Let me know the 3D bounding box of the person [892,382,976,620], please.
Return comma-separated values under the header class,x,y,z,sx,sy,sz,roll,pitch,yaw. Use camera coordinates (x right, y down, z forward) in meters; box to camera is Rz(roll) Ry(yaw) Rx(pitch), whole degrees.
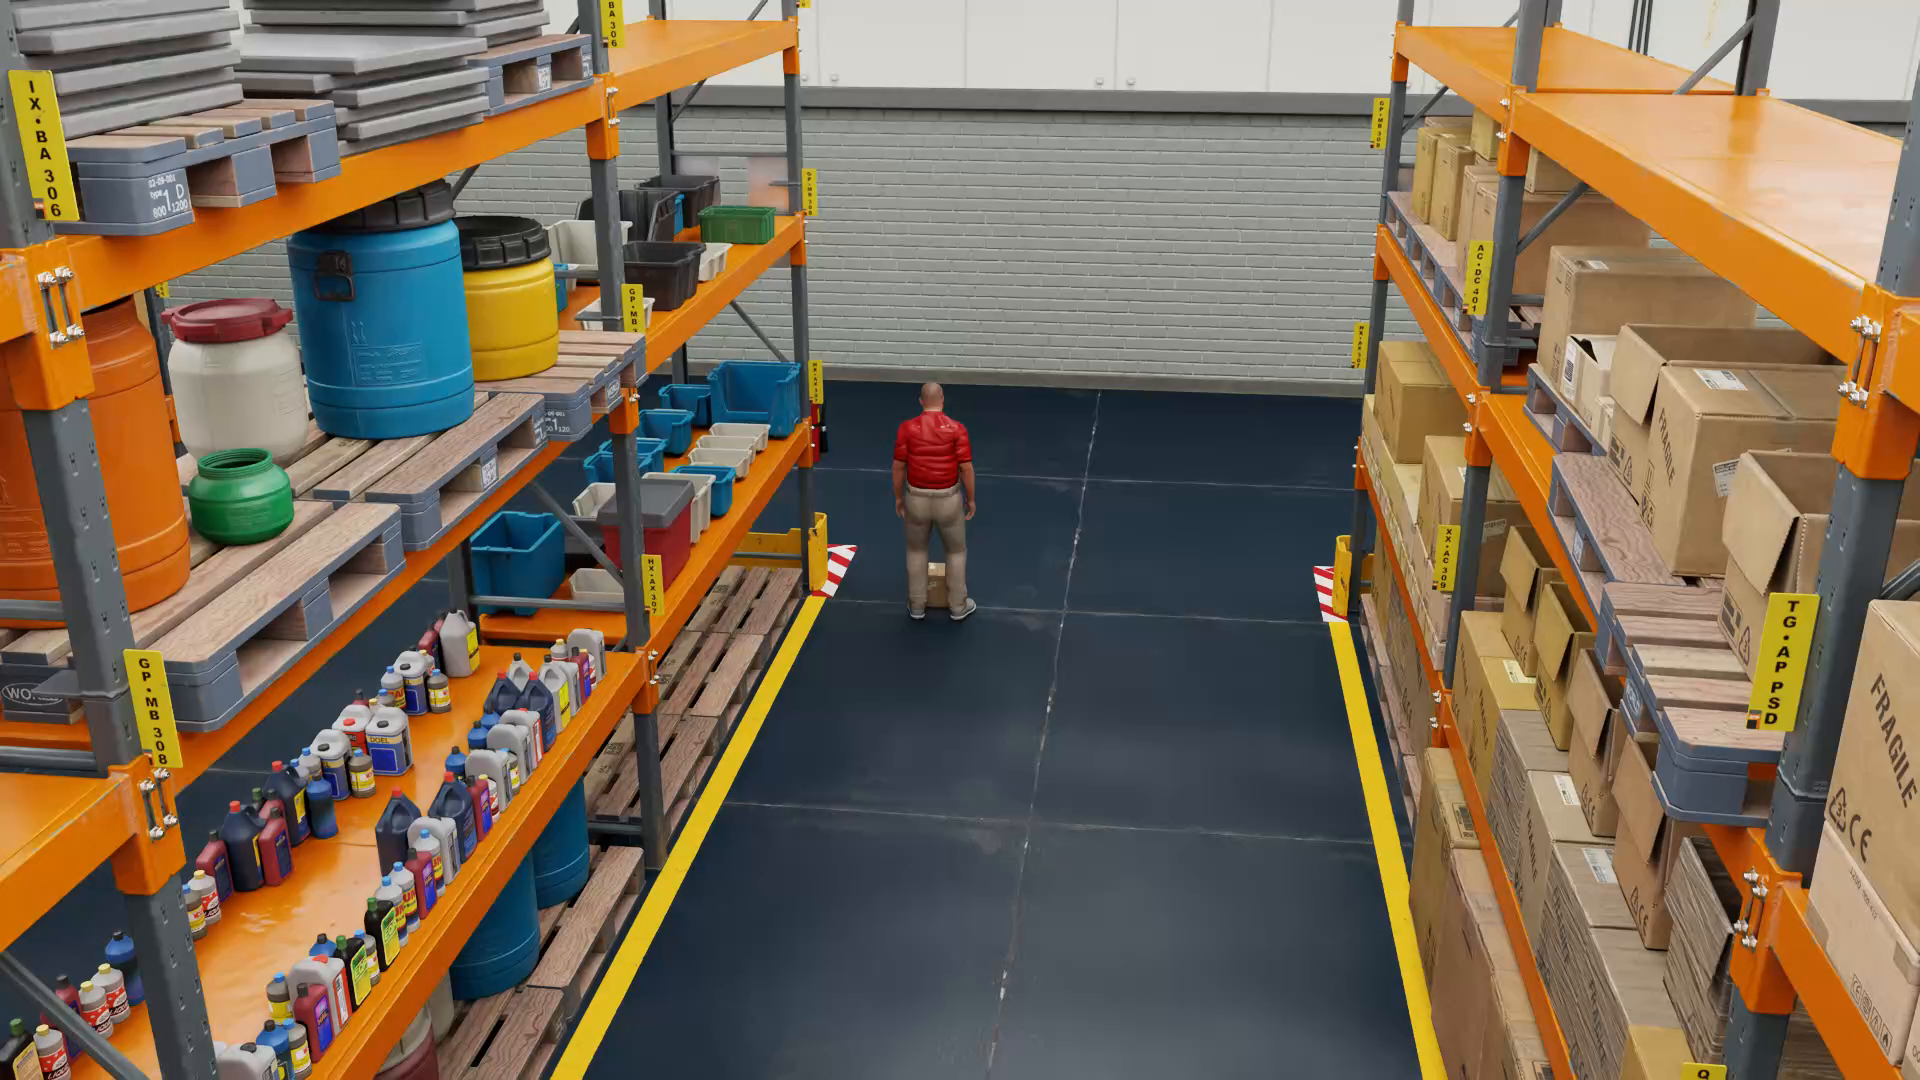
class,x,y,z,sx,sy,sz,roll,pitch,yaw
person,-0.183,-0.269,11.801,0.585,1.727,0.392,3,21,7
